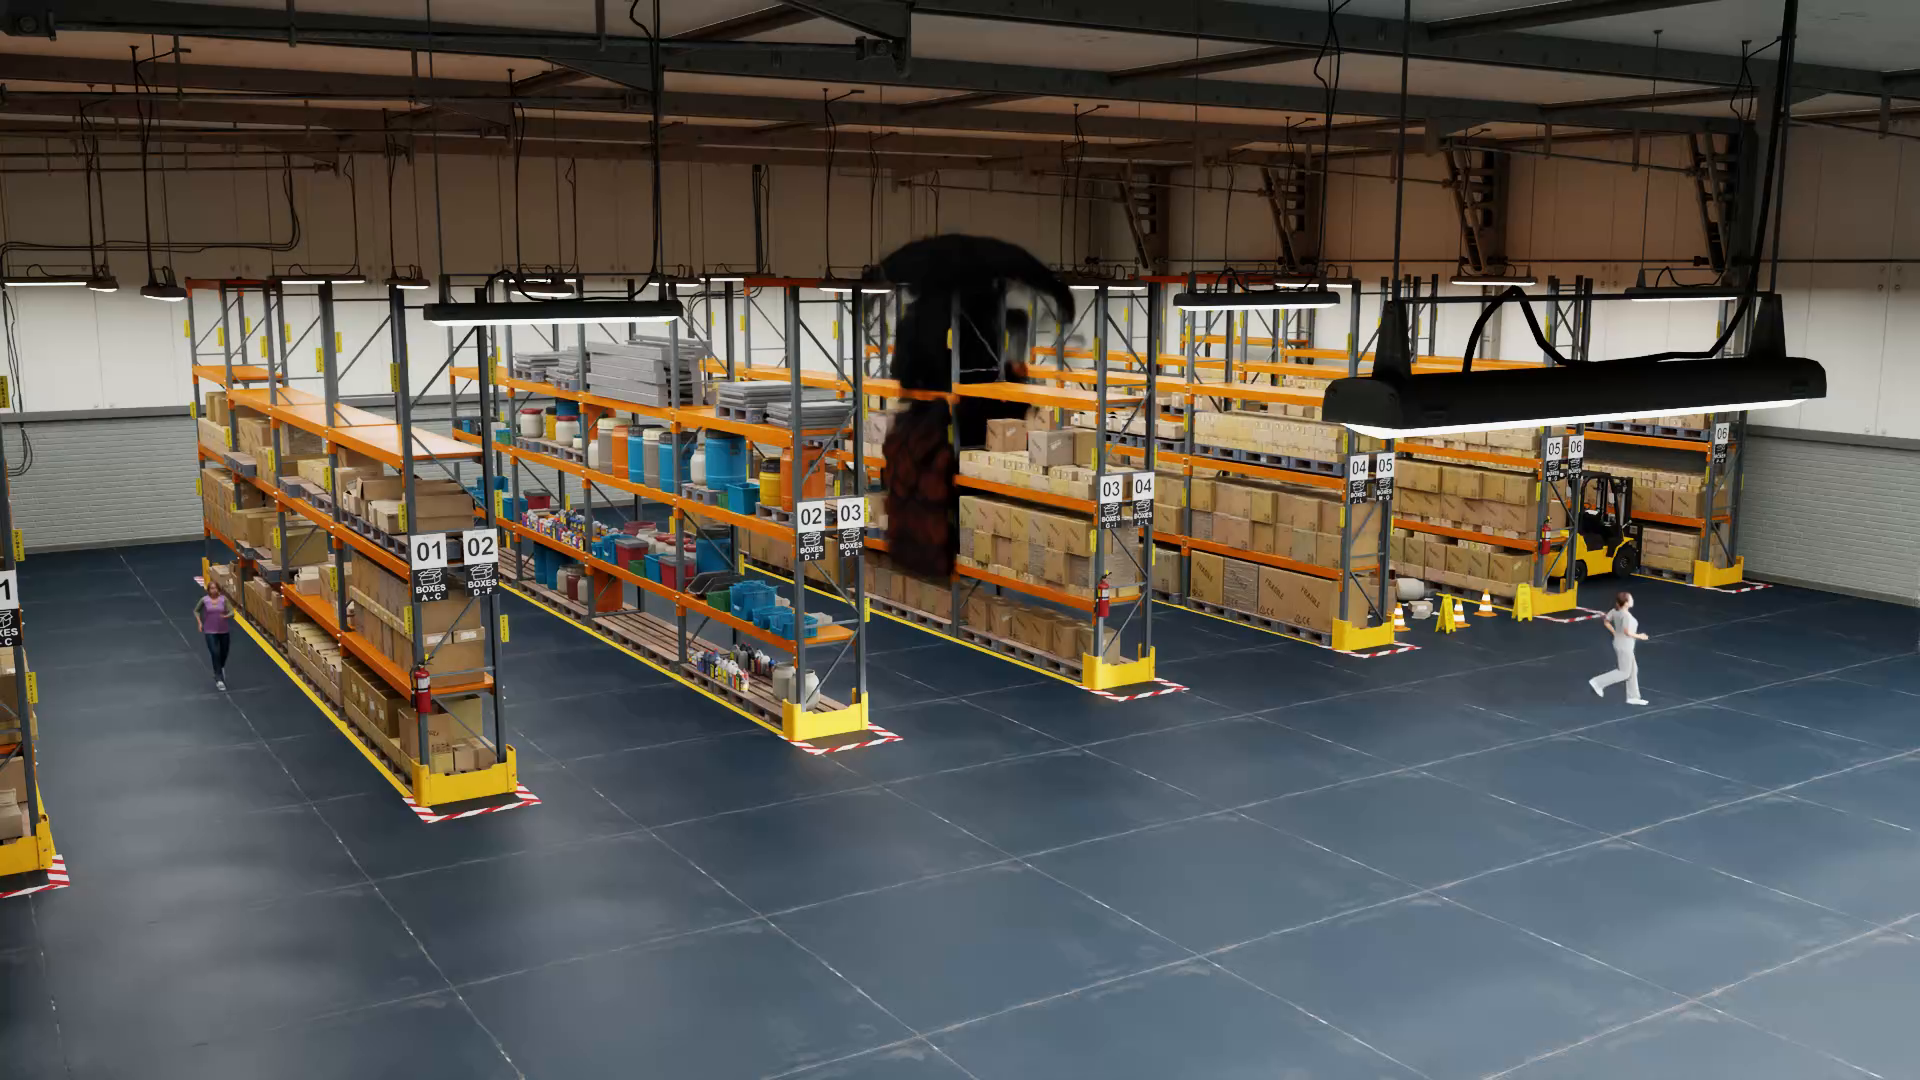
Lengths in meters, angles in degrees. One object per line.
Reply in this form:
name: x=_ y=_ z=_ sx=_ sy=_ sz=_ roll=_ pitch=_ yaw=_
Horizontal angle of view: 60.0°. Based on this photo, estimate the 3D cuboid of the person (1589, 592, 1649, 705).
person: x=9.462 y=1.554 z=23.809 sx=0.881 sy=1.660 sz=0.553 roll=0 pitch=10 yaw=0

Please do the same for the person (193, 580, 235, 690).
person: x=-11.119 y=1.384 z=24.863 sx=0.537 sy=1.585 sz=0.893 roll=-6 pitch=11 yaw=-33

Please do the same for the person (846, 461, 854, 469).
person: x=-2.818 y=-1.473 z=41.799 sx=0.576 sy=1.667 sz=0.733 roll=-5 pitch=11 yaw=-30
